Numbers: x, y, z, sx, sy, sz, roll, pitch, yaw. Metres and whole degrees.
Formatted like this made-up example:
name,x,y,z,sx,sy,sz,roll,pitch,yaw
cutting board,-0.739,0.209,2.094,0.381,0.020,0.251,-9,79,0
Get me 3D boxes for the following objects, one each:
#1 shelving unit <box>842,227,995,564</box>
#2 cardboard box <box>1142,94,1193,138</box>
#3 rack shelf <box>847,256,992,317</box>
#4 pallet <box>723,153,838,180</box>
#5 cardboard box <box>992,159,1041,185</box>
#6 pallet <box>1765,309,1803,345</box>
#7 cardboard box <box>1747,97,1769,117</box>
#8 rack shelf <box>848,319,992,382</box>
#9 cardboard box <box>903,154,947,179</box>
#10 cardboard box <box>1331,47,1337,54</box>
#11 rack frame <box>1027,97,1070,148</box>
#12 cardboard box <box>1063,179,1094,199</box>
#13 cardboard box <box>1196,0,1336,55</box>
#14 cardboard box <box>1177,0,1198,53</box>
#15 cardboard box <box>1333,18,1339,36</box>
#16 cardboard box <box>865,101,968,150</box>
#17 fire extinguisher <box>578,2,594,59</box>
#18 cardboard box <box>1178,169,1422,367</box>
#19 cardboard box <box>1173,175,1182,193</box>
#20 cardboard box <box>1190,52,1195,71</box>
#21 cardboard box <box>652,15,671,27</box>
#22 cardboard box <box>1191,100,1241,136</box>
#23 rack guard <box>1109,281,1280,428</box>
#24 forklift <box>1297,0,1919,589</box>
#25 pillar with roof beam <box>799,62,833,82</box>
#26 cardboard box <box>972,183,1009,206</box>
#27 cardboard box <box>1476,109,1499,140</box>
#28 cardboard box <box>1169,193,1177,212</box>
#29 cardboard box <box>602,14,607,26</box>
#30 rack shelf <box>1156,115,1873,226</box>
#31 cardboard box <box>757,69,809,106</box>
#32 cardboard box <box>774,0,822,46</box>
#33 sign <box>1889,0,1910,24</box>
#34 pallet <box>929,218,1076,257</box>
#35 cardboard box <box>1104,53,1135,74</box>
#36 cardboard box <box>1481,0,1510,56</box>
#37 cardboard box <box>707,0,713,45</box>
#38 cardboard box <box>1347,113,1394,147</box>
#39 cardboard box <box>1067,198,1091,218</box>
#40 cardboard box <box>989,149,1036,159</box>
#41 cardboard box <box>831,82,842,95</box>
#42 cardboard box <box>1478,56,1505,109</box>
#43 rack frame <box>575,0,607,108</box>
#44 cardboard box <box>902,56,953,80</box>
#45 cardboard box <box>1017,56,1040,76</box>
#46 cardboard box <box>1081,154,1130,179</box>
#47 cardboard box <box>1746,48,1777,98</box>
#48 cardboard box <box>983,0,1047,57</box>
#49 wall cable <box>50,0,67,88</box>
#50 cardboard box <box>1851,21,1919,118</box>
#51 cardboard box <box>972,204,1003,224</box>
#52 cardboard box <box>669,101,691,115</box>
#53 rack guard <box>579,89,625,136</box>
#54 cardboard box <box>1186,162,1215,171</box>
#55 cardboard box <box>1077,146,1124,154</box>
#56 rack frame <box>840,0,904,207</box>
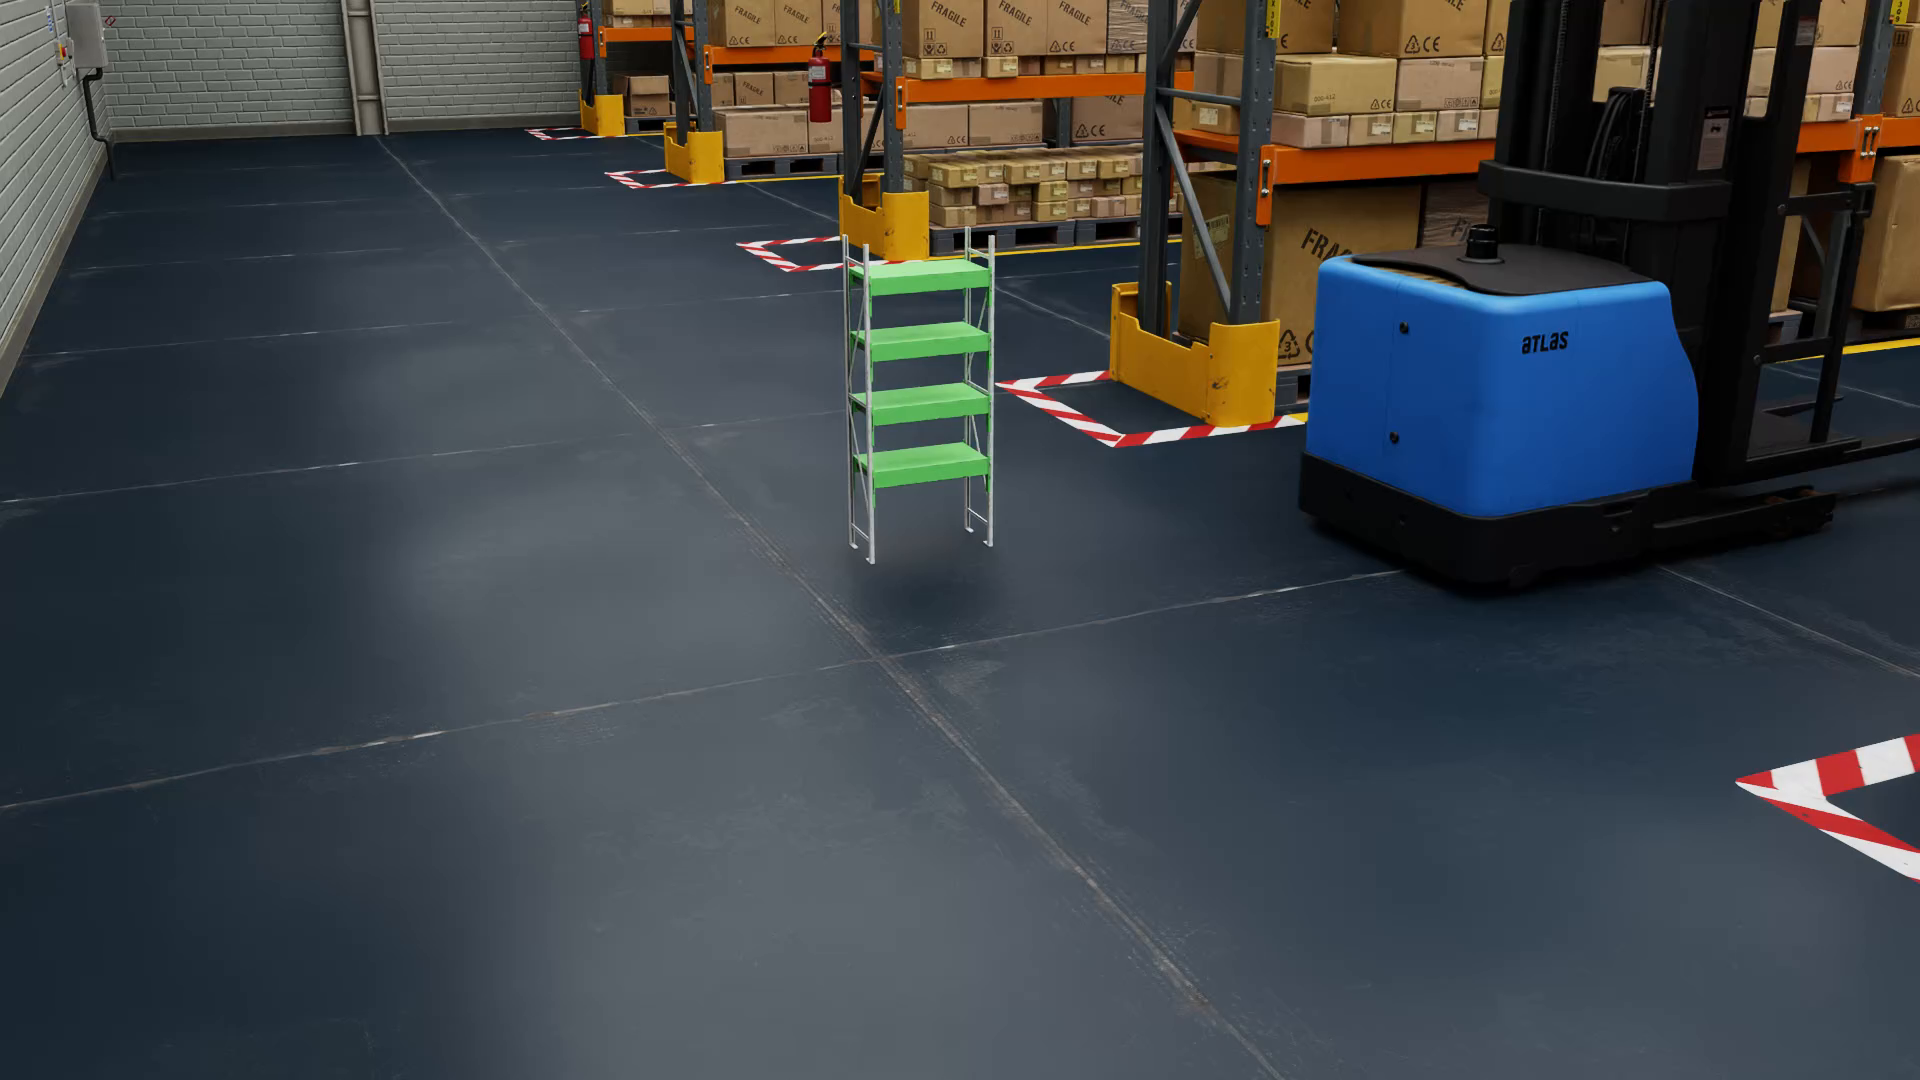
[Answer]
name,x,y,z,sx,sy,sz,roll,pitch,yaw
shelving unit,-0.152,-0.544,6.261,0.503,1.200,0.258,-8,21,-22
cardboard box,2.313,-5.128,19.136,0.875,0.875,0.875,-8,21,-20
rack shelf,-0.152,-0.937,6.123,0.480,0.148,0.258,-8,21,-22
pallet,-2.021,-3.992,17.543,1.213,0.211,1.003,-8,21,-22
cardboard box,0.433,-2.849,12.861,0.250,0.149,0.380,-8,21,-22
pallet,4.145,-1.291,9.872,1.213,0.211,1.003,-8,21,-22
cardboard box,4.252,-2.357,9.077,0.250,0.149,0.380,-9,21,-23
rack shelf,-0.152,-0.710,6.202,0.480,0.148,0.258,-8,21,-22
cardboard box,-0.285,-2.963,13.186,0.250,0.149,0.380,-8,21,-21
cardboard box,2.007,-2.437,8.706,0.500,0.250,0.500,-9,21,-23
rack frame,0.949,-5.705,18.208,0.127,3.000,1.000,-8,21,-22
cardboard box,0.860,-2.809,13.197,0.250,0.149,0.380,-9,21,-25
cardboard box,1.545,-2.724,8.391,0.500,0.500,0.500,-8,21,-21
cardboard box,1.736,-4.113,13.090,0.500,0.500,0.500,-8,21,-22
cardboard box,3.288,-4.401,14.250,0.250,0.149,0.380,-9,21,-23
cardboard box,-0.492,-4.527,18.087,0.875,0.438,0.875,-9,21,-24
fire extinguisher,-4.646,-6.319,20.631,0.183,0.674,0.296,-8,21,-22
cardboard box,1.757,-1.461,8.722,0.875,0.875,0.875,-8,21,-22
cardboard box,1.607,-2.912,13.489,0.250,0.149,0.380,-9,21,-24
cardboard box,1.886,-3.826,13.250,0.250,0.149,0.380,-9,21,-24
cardboard box,-3.840,-6.626,21.201,0.250,0.149,0.380,-8,21,-23
cardboard box,1.398,-2.185,8.591,0.250,0.149,0.380,-8,21,-21
rack guard,1.179,-0.974,8.537,0.348,0.500,1.175,-8,21,-22
forklift,2.907,-1.532,6.461,3.031,2.935,1.130,-10,22,-25
pillar with roof beam,-0.312,-8.918,18.301,0.400,9.000,9.100,-8,21,-22
cardboard box,0.186,-2.686,12.845,0.250,0.149,0.380,-8,21,-22
cardboard box,2.601,-2.120,8.405,0.250,0.149,0.380,-9,21,-23
cardboard box,1.561,-2.757,13.495,0.250,0.149,0.380,-8,21,-21
cardboard box,-4.496,-6.699,21.409,0.250,0.149,0.380,-8,21,-23
rack shelf,3.038,-2.080,8.997,4.000,0.370,1.077,-8,21,-22
cardboard box,-2.341,-6.000,22.177,0.500,0.500,0.700,-9,21,-24
cardboard box,-1.716,-5.277,16.841,0.500,0.500,0.500,-8,21,-23
sign,5.095,-2.960,8.988,0.005,0.325,0.100,-8,21,-22
pallet,0.159,-2.473,13.229,1.213,0.211,1.003,-8,21,-22
cardboard box,1.169,-3.727,12.970,0.250,0.149,0.380,-7,21,-20
cardboard box,2.681,-2.697,8.313,0.500,0.500,0.500,-9,21,-23
cardboard box,-2.386,-5.370,17.106,0.500,0.500,0.500,-8,21,-22
cardboard box,1.893,-2.018,8.116,0.250,0.149,0.380,-8,21,-23
cardboard box,0.845,-2.664,13.232,0.250,0.149,0.380,-8,21,-22
cardboard box,0.419,-3.066,13.479,0.250,0.149,0.380,-9,21,-24
cardboard box,-1.721,-6.133,22.840,0.500,0.311,0.500,-7,21,-20
cardboard box,2.686,-2.342,8.436,0.500,0.250,0.500,-9,21,-24
rack frame,-4.694,-6.692,21.011,0.127,3.000,1.000,-8,21,-22
cardboard box,-0.243,-3.507,12.343,0.250,0.149,0.380,-8,21,-22
cardboard box,0.426,-3.648,12.744,0.250,0.149,0.380,-7,21,-19
cardboard box,1.146,-2.961,13.179,0.250,0.149,0.380,-8,21,-21
cardboard box,4.098,-2.545,9.013,0.500,0.250,0.500,-7,21,-20
cardboard box,0.332,-3.923,12.549,0.500,0.500,0.500,-8,21,-22
wall cable,-7.892,-4.924,14.413,0.123,1.953,0.585,-8,21,-22
cardboard box,5.396,-2.714,9.564,0.500,0.500,0.500,-8,21,-22
cardboard box,0.145,-2.567,12.955,0.250,0.149,0.380,-8,21,-22
cardboard box,-3.689,-5.641,21.686,0.250,0.149,0.380,-9,21,-24
rack guard,-4.624,-5.523,21.455,0.348,0.500,1.175,-8,21,-22
cardboard box,1.853,-3.062,13.466,0.250,0.149,0.380,-9,21,-25
cardboard box,1.159,-3.163,13.753,0.250,0.149,0.380,-8,21,-22
rack frame,-0.671,-3.682,12.464,0.127,3.000,1.000,-8,21,-22
